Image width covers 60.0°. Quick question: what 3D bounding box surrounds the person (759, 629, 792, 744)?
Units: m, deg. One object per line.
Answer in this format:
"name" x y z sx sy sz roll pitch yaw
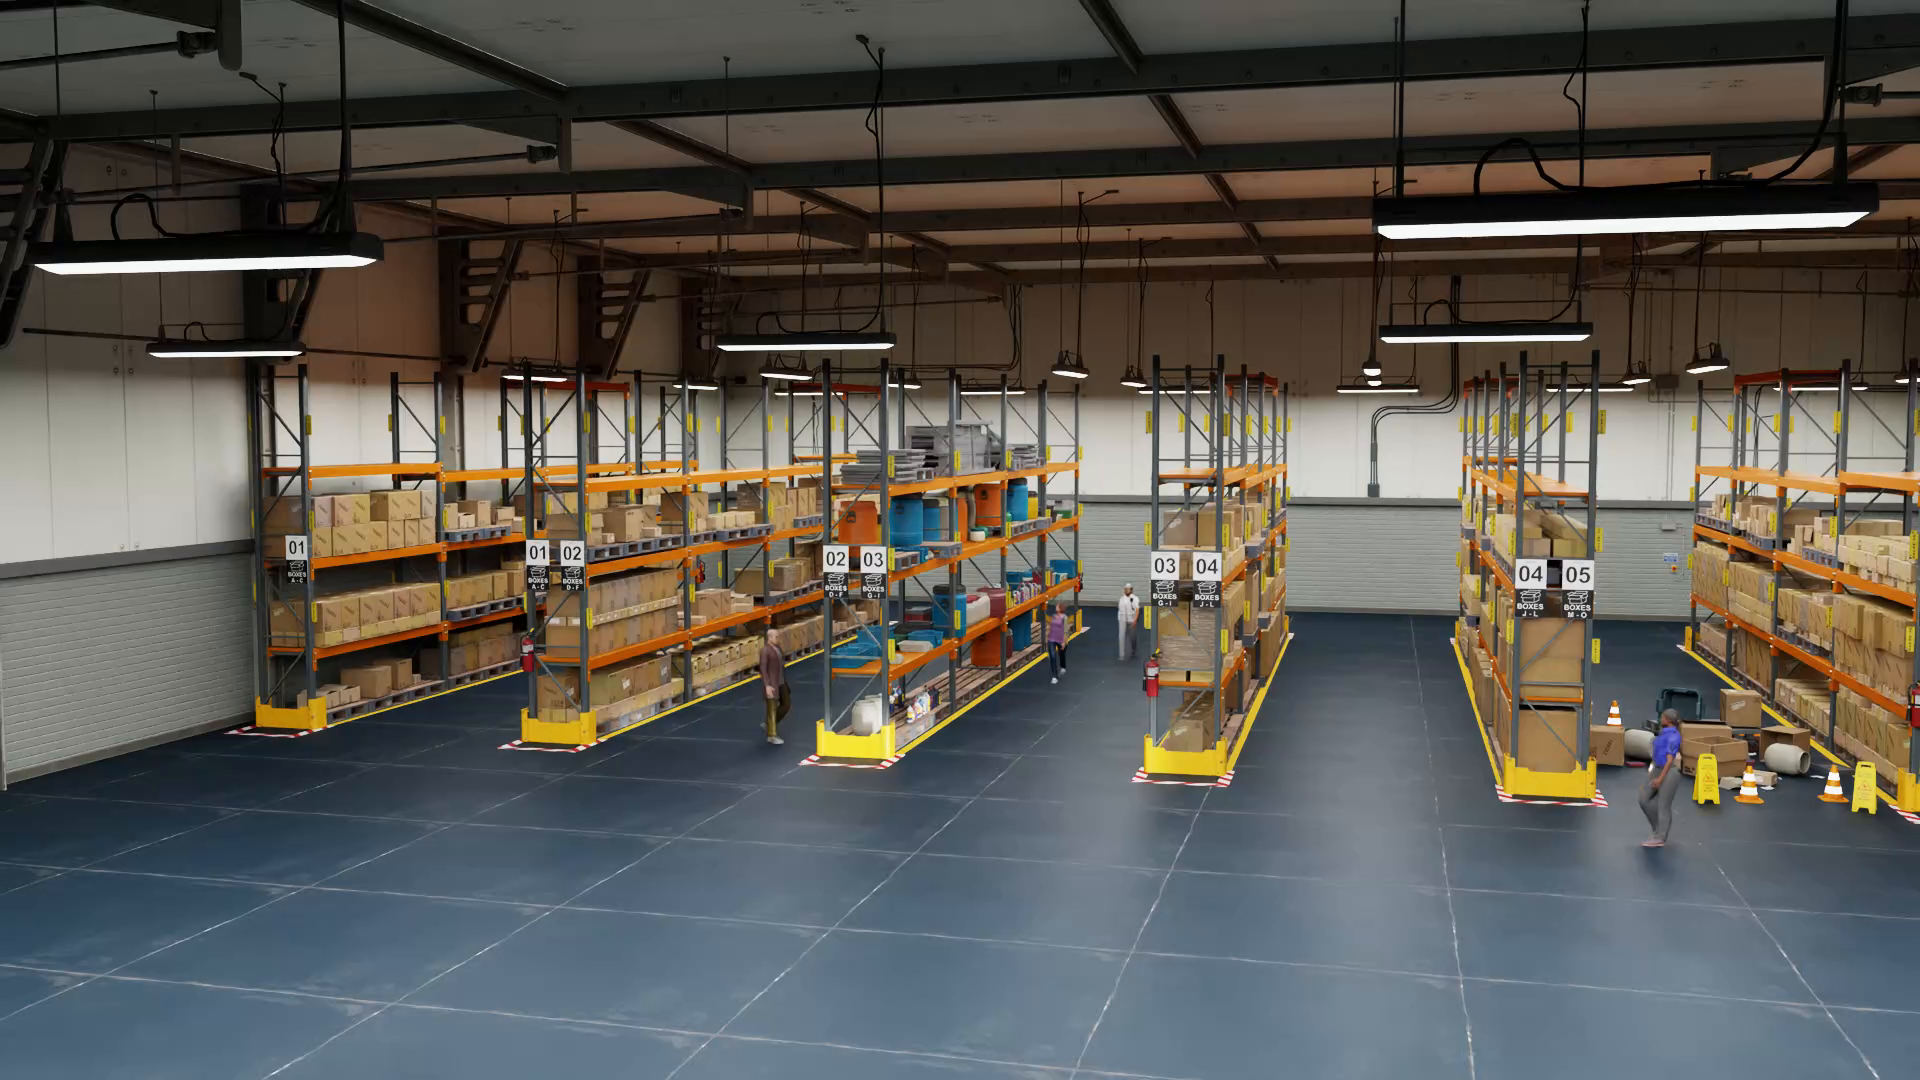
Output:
"person" -2.924 2.297 26.318 0.606 1.787 0.726 2 4 27

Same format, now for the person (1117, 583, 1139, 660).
"person" 3.611 1.734 35.646 0.473 1.611 0.952 1 4 9

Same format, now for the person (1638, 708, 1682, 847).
"person" 8.326 2.829 19.779 0.456 1.681 0.481 -1 4 -9

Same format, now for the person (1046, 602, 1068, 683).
"person" 1.889 1.982 32.293 0.429 1.532 0.699 0 4 5
